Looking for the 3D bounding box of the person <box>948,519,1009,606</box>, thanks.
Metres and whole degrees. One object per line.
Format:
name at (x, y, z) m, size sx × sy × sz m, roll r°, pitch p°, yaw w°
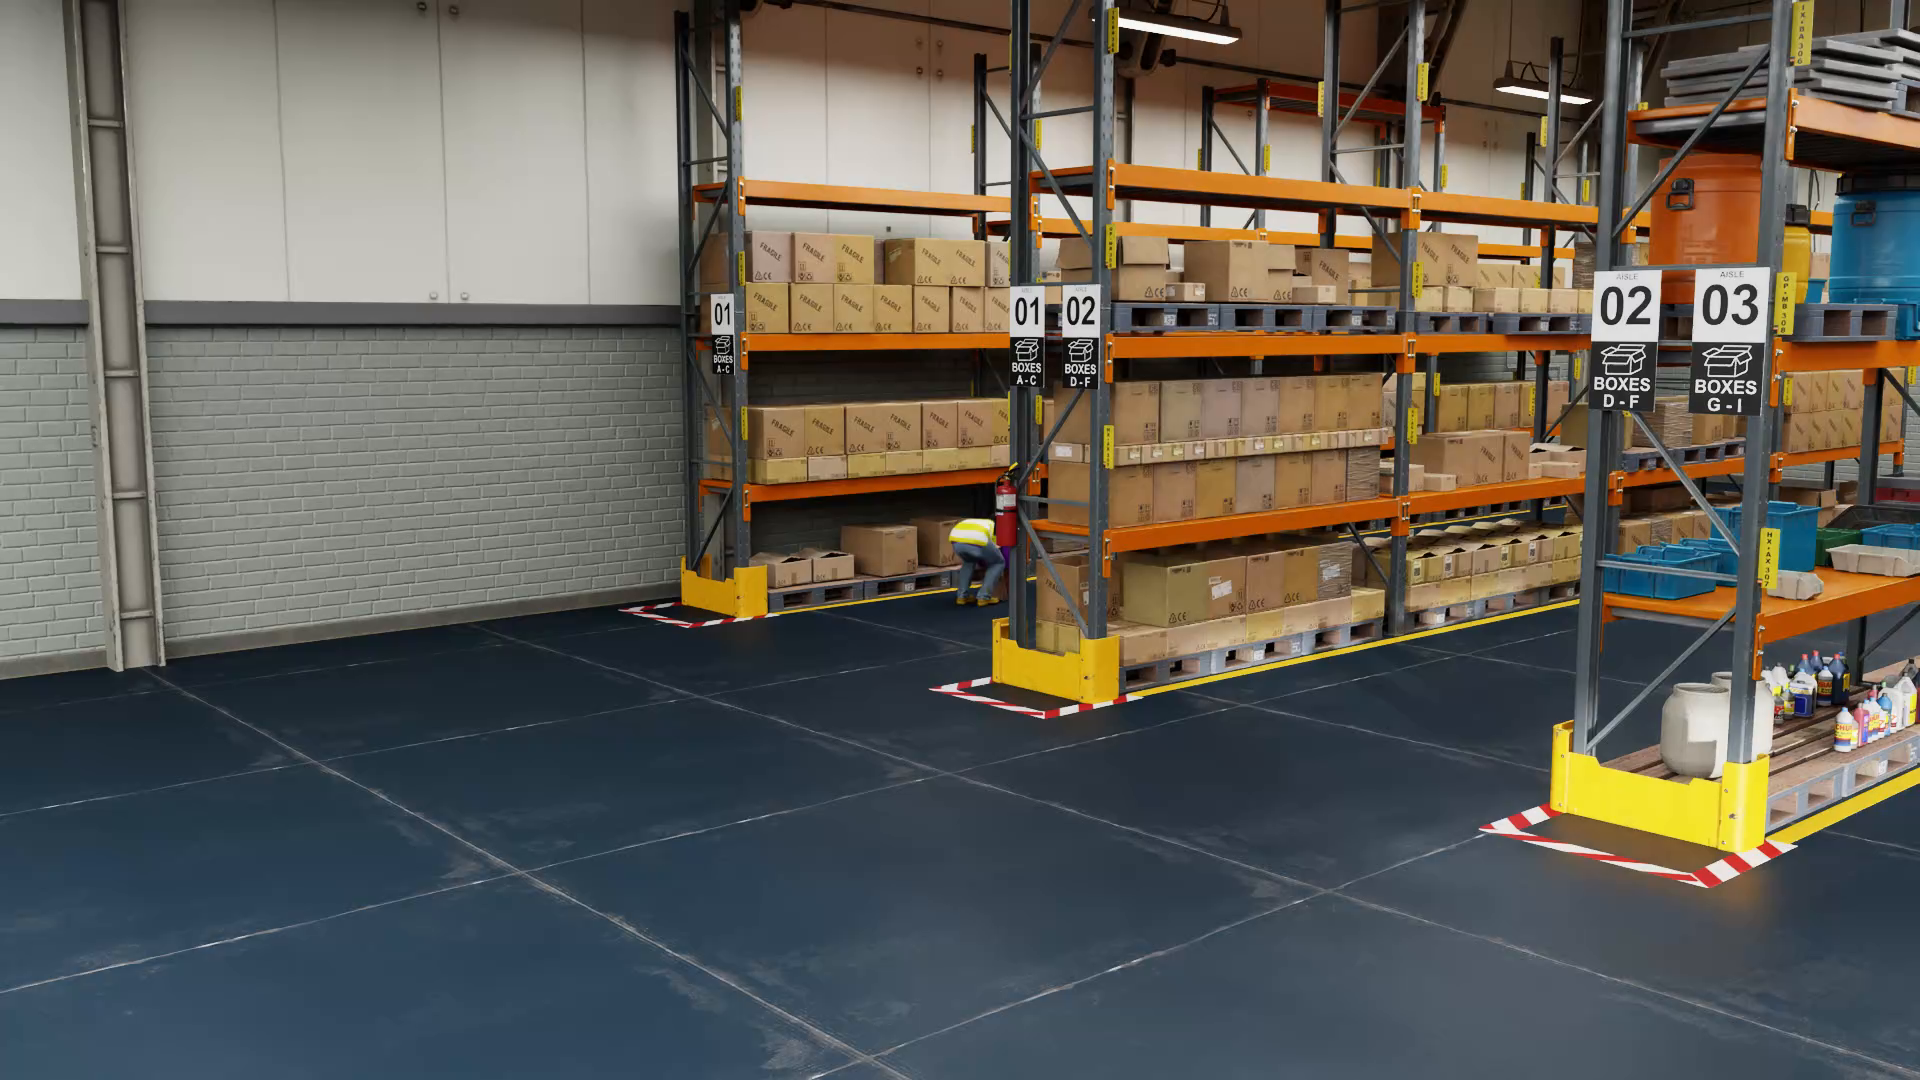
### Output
person at (0.263, 0.210, 17.483) m, size 0.507 × 0.907 × 0.978 m, roll 5°, pitch 9°, yaw 33°
